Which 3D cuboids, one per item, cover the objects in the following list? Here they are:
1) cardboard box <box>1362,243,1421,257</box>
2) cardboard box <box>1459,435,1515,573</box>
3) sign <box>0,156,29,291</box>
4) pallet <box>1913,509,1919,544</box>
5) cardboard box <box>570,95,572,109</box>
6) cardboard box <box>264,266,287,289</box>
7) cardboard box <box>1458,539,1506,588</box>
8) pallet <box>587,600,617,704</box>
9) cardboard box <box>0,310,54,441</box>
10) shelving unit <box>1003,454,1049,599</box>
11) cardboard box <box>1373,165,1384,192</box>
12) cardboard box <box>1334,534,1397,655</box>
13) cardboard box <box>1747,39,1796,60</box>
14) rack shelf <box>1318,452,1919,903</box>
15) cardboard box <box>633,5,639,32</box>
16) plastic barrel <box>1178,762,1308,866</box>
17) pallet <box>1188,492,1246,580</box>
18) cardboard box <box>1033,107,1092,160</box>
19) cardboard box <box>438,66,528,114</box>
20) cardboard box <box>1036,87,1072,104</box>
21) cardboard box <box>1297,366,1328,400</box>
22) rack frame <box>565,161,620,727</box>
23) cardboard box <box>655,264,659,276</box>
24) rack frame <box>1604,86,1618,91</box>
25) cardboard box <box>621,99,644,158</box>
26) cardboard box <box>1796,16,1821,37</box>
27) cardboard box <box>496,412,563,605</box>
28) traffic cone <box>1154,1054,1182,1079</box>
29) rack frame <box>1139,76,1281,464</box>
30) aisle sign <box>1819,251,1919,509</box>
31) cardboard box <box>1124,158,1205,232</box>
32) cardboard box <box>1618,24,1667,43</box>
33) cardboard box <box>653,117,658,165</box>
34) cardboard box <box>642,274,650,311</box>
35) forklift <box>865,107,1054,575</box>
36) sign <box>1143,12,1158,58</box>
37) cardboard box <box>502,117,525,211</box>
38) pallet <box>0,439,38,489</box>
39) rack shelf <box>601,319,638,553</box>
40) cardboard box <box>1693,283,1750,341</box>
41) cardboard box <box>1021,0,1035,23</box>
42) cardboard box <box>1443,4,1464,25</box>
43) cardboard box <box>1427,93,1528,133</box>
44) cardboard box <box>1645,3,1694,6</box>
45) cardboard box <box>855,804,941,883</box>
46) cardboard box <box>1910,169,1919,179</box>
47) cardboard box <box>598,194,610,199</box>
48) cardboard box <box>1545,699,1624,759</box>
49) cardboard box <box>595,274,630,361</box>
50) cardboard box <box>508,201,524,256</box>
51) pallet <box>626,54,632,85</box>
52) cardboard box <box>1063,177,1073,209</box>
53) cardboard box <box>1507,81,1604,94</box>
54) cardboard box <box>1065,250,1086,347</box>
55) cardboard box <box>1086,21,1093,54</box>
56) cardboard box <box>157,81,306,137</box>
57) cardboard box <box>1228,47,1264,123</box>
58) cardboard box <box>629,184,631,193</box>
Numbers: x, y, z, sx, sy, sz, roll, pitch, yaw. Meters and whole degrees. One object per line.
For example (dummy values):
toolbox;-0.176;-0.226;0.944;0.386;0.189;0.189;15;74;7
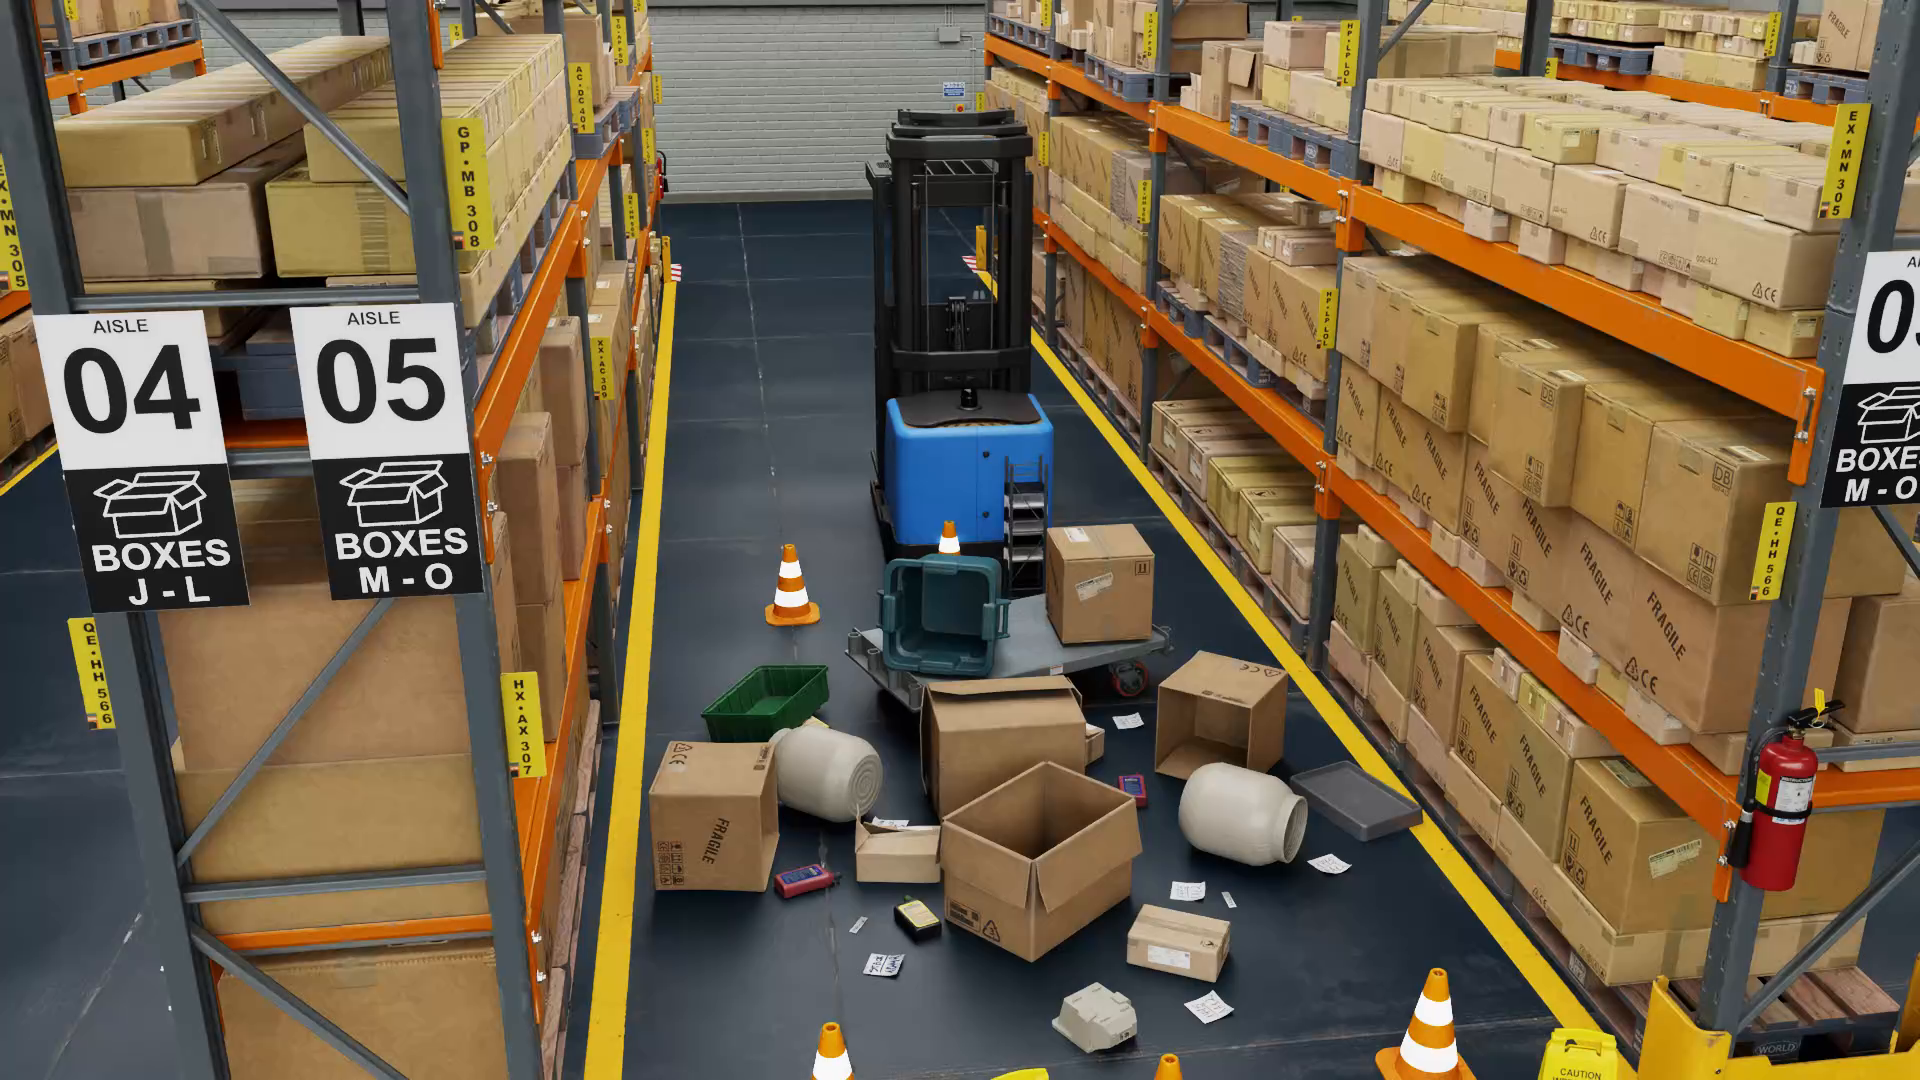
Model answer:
cardboard box;2.615;-1.584;10.502;0.500;0.500;0.500;-3;21;-8
cardboard box;2.564;-0.178;7.337;0.500;0.500;0.500;-3;21;-7
sign;-2.317;-0.770;4.050;0.100;0.325;0.005;-3;21;-8
pallet;7.117;-0.301;12.220;1.003;0.211;1.213;-3;21;-8
cardboard box;-2.299;-2.424;9.247;0.380;0.149;0.250;-3;21;-8
cardboard box;-2.234;-0.815;4.939;0.380;0.149;0.250;-3;21;-7
cardboard box;2.497;0.093;7.539;0.380;0.149;0.250;-3;21;-8
pallet;-2.540;0.649;9.678;1.003;0.211;1.213;-3;21;-8
cardboard box;-8.054;-1.314;13.385;1.225;0.875;0.875;-3;21;-8
shelving unit;0.420;-0.085;10.657;0.258;0.900;0.210;-3;21;-7
cardboard box;2.330;-1.845;8.441;0.380;0.149;0.250;-3;21;-9
cardboard box;2.347;0.279;8.940;0.500;0.500;0.500;-2;21;-5
cardboard box;6.575;-3.948;13.356;0.380;0.149;0.250;-2;21;-7
rack shelf;2.818;0.351;7.519;1.077;0.370;4.000;-3;21;-8
cardboard box;-3.407;-5.085;16.256;0.500;0.250;0.500;-3;21;-8
plastic barrel;1.310;1.274;7.700;0.512;0.421;0.421;12;24;30
pallet;2.237;-0.065;11.590;1.003;0.211;1.213;-3;21;-8
cardboard box;1.035;-4.113;16.871;0.500;0.500;0.500;-3;21;-8
cardboard box;-1.730;-1.574;5.833;0.380;0.149;0.250;-3;21;-7
cardboard box;1.006;-4.629;17.323;0.380;0.149;0.250;-3;21;-8
cardboard box;2.182;-0.922;9.657;0.380;0.149;0.250;-3;21;-7
rack frame;-2.354;-0.394;8.485;1.000;3.000;0.127;-3;21;-8
cardboard box;-3.562;-3.023;18.572;0.380;0.149;0.250;-3;21;-7
rack frame;6.287;-3.700;17.337;1.000;3.000;0.127;-3;21;-8
cardboard box;-3.332;-3.987;16.107;0.500;0.500;0.500;-2;21;-6
cardboard box;7.077;-4.207;13.626;0.380;0.149;0.250;-3;21;-7
cardboard box;-1.910;-0.102;5.946;0.875;0.550;0.550;-3;21;-8
traffic cone;0.718;1.984;5.742;0.336;0.463;0.334;-3;21;-8
rack frame;1.953;-2.064;12.955;1.000;3.000;0.127;-3;21;-8
aisle sign;2.828;-0.476;4.987;0.394;0.787;0.004;-3;21;-8
cardboard box;1.619;-2.745;13.206;0.500;0.500;0.500;-3;21;-9
cardboard box;6.184;-4.577;15.013;0.380;0.149;0.250;-2;21;-7
cardboard box;-3.765;-4.593;19.157;0.500;0.500;0.500;-2;21;-7
cardboard box;-3.150;-2.296;15.477;0.500;0.250;0.500;-3;21;-9
forklift;-0.078;-1.592;11.789;1.130;2.935;3.031;-3;21;-7
sign;1.402;-3.723;12.258;0.100;0.325;0.005;-3;21;-8
cardboard box;-1.741;-1.258;5.555;0.500;0.250;0.500;-3;21;-8
pallet;-7.893;-0.535;12.846;1.003;0.211;1.213;-3;21;-8
rack shelf;-2.643;-0.750;10.465;1.077;0.370;4.000;-3;21;-8
cardboard box;2.709;-0.775;5.577;0.380;0.149;0.250;-3;21;-7
cardboard box;0.942;-5.824;17.849;0.500;0.500;0.500;-3;21;-7
cardboard box;5.757;-5.862;18.625;0.500;0.250;0.500;-3;21;-9
cardboard box;2.359;-1.942;7.560;0.380;0.149;0.250;-3;21;-8
cardboard box;6.591;-4.916;15.495;0.380;0.149;0.250;-4;21;-9
cardboard box;-0.284;1.389;7.618;0.396;0.266;0.258;1;20;2
cardboard box;3.257;-1.088;5.275;0.380;0.149;0.250;-3;21;-8
cardboard box;-2.997;-2.762;13.732;0.380;0.149;0.250;-2;21;-6
cardboard box;2.613;0.754;6.740;0.380;0.149;0.250;-2;21;-6
cardboard box;-2.530;-1.511;11.331;0.500;0.500;0.500;-3;21;-8
cardboard box;-1.656;-1.025;5.502;0.380;0.149;0.250;-3;21;-8
pallet;-3.371;-3.903;13.861;1.213;0.211;1.003;-3;21;-8
cardboard box;1.263;-3.267;15.676;0.500;0.250;0.500;-3;21;-7
cardboard box;2.904;-2.155;8.131;0.380;0.149;0.250;-3;21;-9
cardboard box;1.545;-2.440;16.397;0.875;0.875;0.875;-2;21;-6
cardboard box;1.293;-4.337;14.347;0.396;0.266;0.258;-1;21;-3
cardboard box;-2.307;-1.365;5.272;0.380;0.149;0.250;-3;21;-8
cardboard box;2.201;-2.991;11.002;0.797;0.503;0.637;-3;21;-8
cardboard box;-3.216;-3.164;15.233;0.380;0.149;0.250;-3;21;-7
